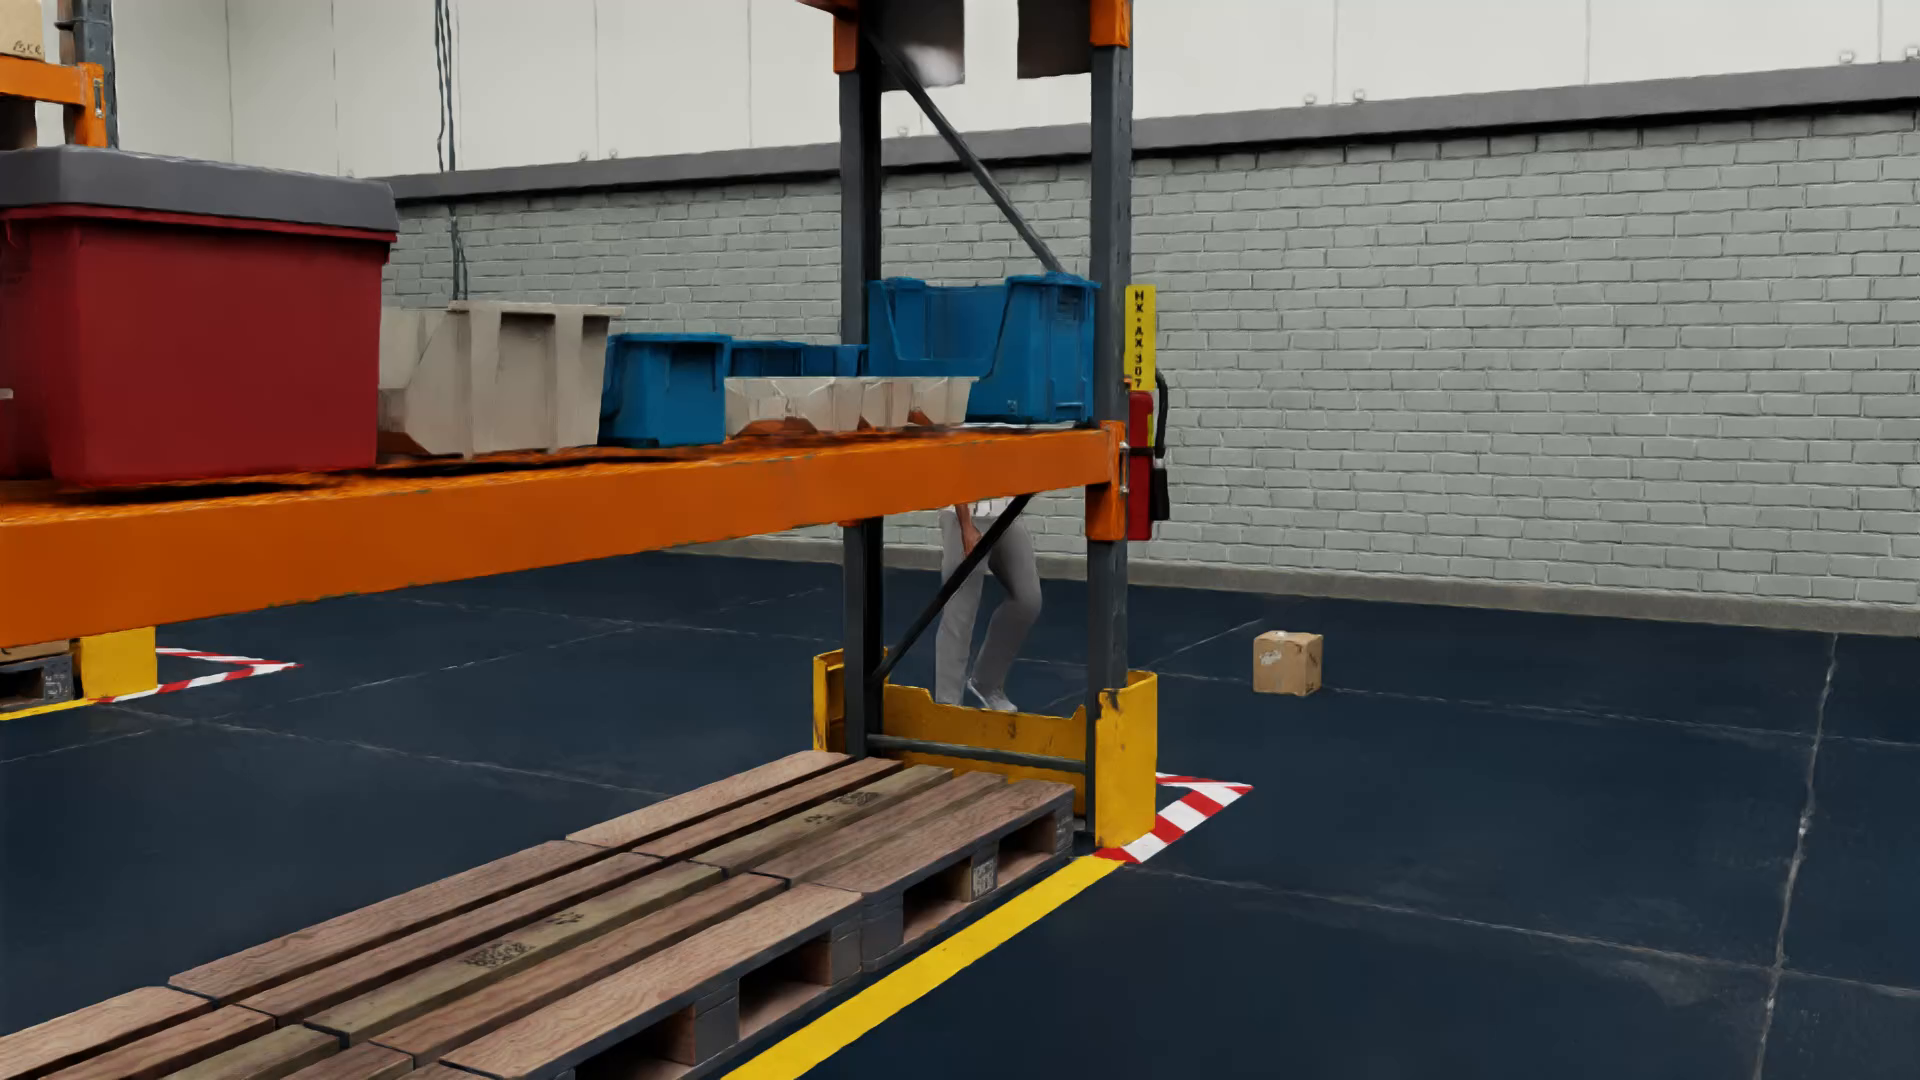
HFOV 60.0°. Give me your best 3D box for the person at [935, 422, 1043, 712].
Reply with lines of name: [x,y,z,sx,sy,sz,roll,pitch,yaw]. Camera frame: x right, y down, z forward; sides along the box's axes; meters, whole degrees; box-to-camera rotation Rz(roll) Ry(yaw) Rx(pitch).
person: [0.077,-0.065,6.898,0.367,1.675,0.537,5,8,38]
